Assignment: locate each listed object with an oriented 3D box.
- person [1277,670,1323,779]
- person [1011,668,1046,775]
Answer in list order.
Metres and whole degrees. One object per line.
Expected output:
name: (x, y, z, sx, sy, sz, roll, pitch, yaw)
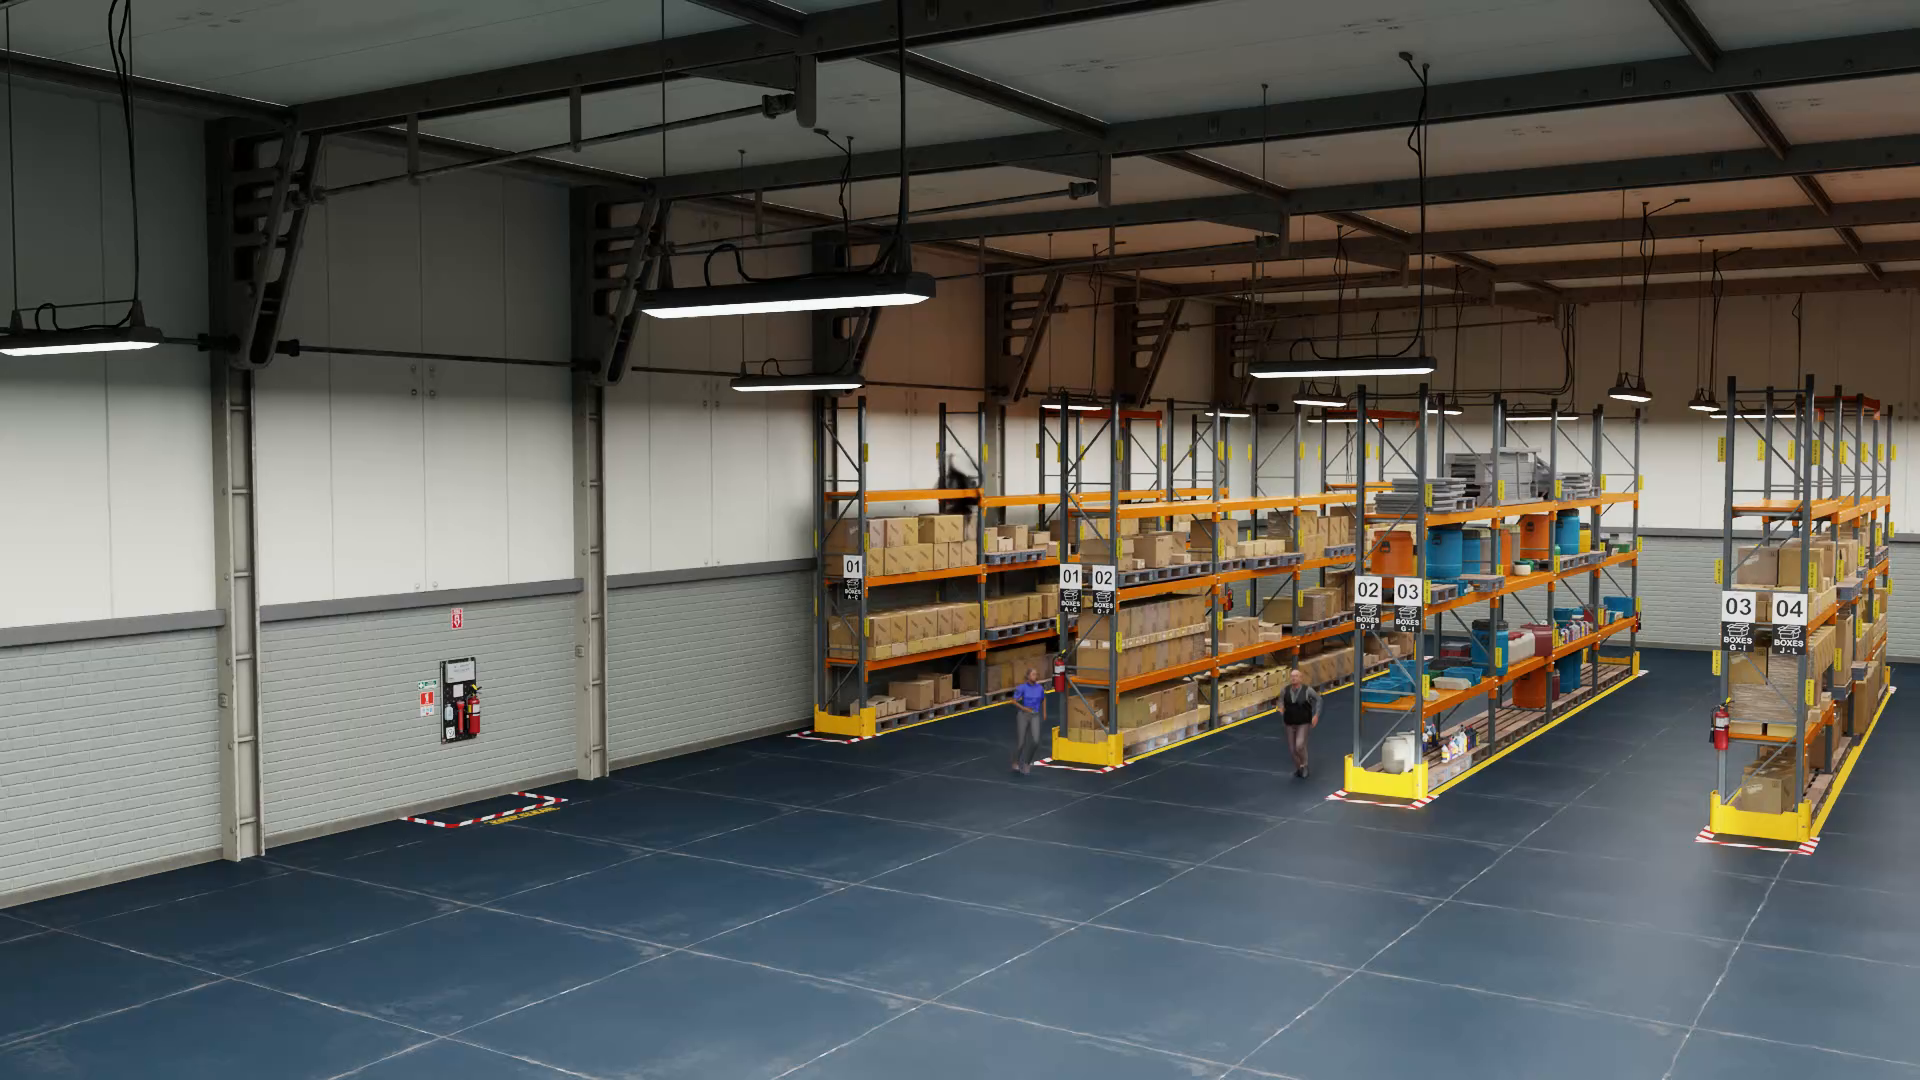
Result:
person: (5.154, 2.821, 25.400, 0.661, 1.669, 0.740, 2, 4, 32)
person: (1.087, 2.871, 25.979, 0.603, 1.562, 0.645, -1, 3, -17)
